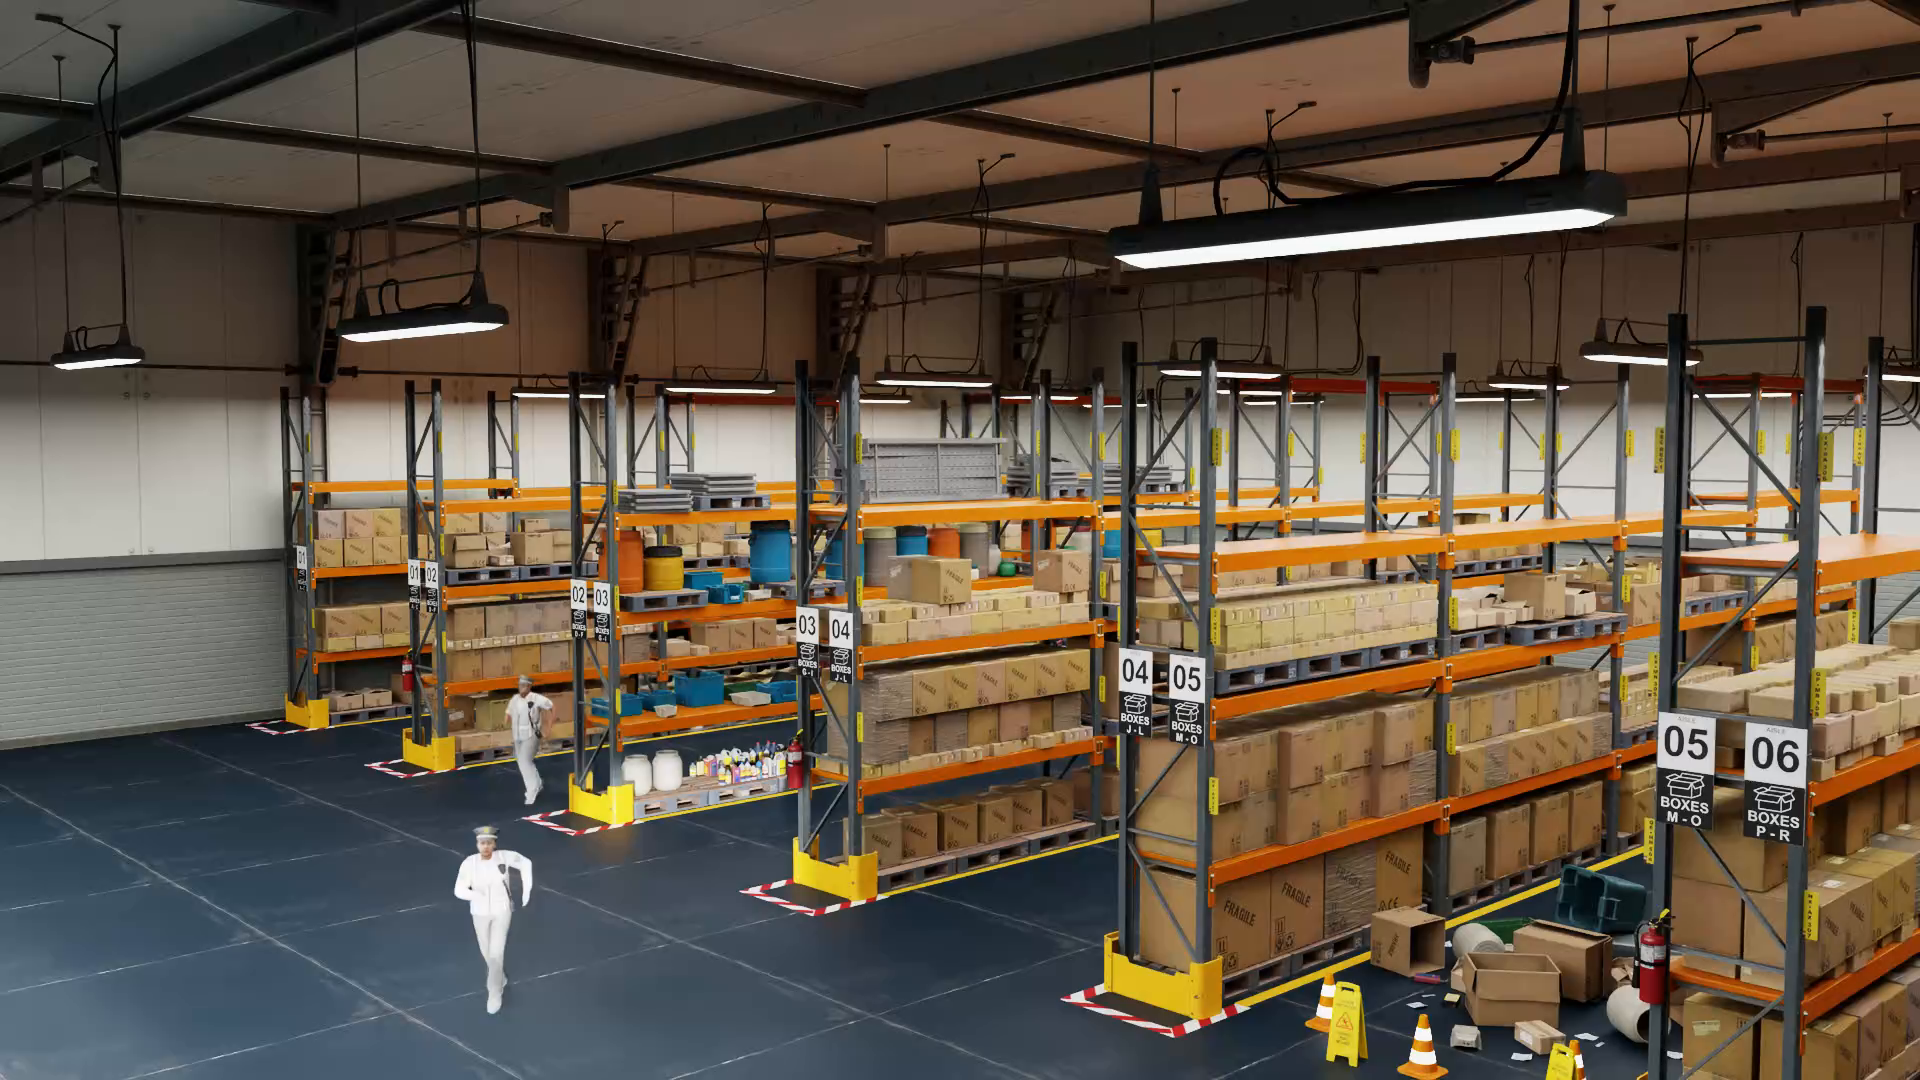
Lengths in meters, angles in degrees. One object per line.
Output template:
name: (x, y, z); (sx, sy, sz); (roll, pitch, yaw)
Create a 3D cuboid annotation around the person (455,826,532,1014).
person: (-4.193, 3.367, 14.937); (0.633, 1.687, 0.795); (0, 4, -8)

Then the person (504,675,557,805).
person: (-6.087, 2.797, 23.333); (0.662, 1.835, 0.773); (2, 4, 26)

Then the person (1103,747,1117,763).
person: (2.231, 2.810, 24.366); (0.582, 1.661, 0.984); (3, 5, 43)

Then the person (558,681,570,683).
person: (-6.929, 2.420, 29.626); (0.662, 1.759, 0.895); (3, 5, 40)
